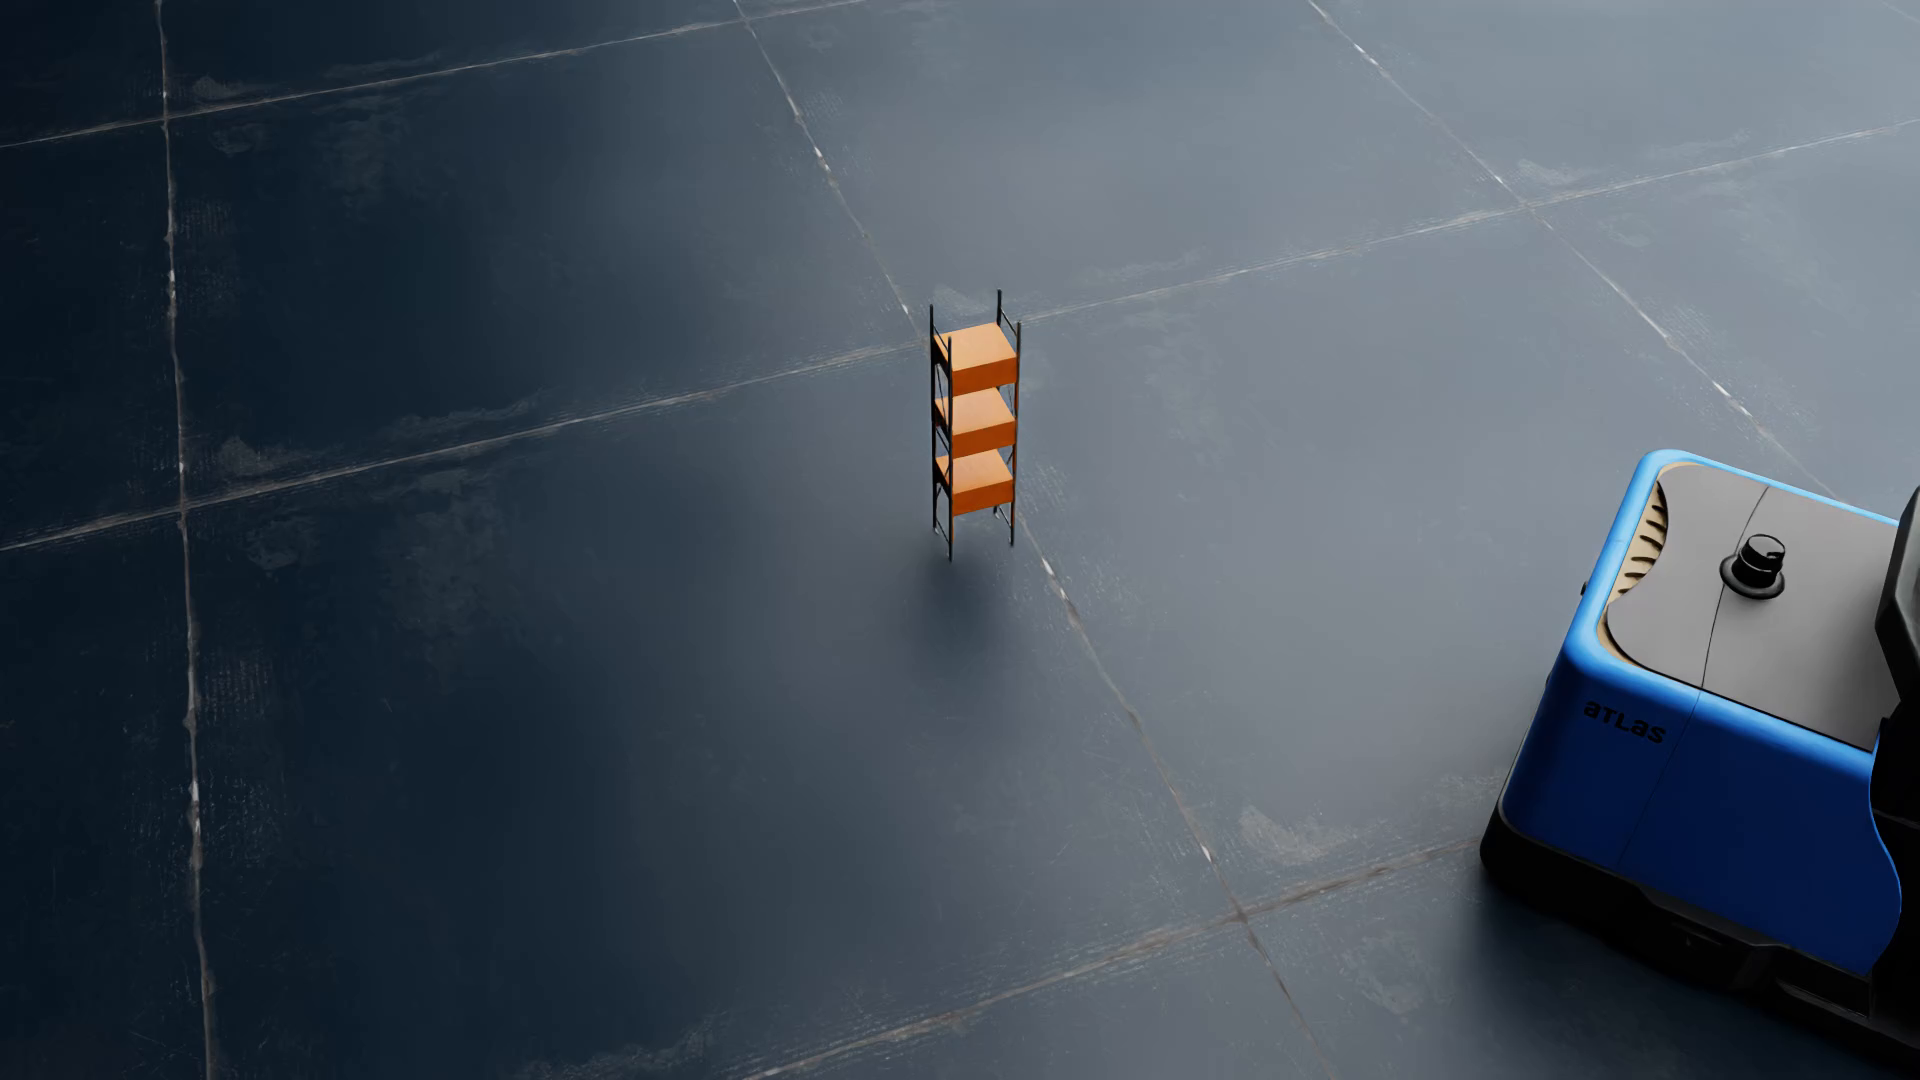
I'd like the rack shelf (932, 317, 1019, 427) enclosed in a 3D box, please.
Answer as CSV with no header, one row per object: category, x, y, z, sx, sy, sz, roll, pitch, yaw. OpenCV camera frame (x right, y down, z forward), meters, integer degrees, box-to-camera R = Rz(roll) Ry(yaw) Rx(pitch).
rack shelf,0.050,-0.576,5.697,0.240,0.259,0.215,-14,47,-14

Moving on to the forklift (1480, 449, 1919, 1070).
forklift,3.153,0.240,3.942,3.031,2.935,1.130,22,49,20

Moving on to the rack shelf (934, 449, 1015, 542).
rack shelf,0.050,-0.180,6.095,0.240,0.259,0.215,-14,47,-14

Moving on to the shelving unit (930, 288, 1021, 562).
shelving unit,0.050,-0.383,5.891,0.252,1.050,0.215,-14,47,-14

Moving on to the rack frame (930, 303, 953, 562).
rack frame,-0.064,-0.354,5.862,0.008,1.050,0.200,-14,47,-14

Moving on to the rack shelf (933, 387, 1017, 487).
rack shelf,0.050,-0.376,5.898,0.240,0.259,0.215,-14,47,-14

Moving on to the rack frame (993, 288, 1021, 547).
rack frame,0.165,-0.413,5.920,0.008,1.050,0.200,-14,47,-14
